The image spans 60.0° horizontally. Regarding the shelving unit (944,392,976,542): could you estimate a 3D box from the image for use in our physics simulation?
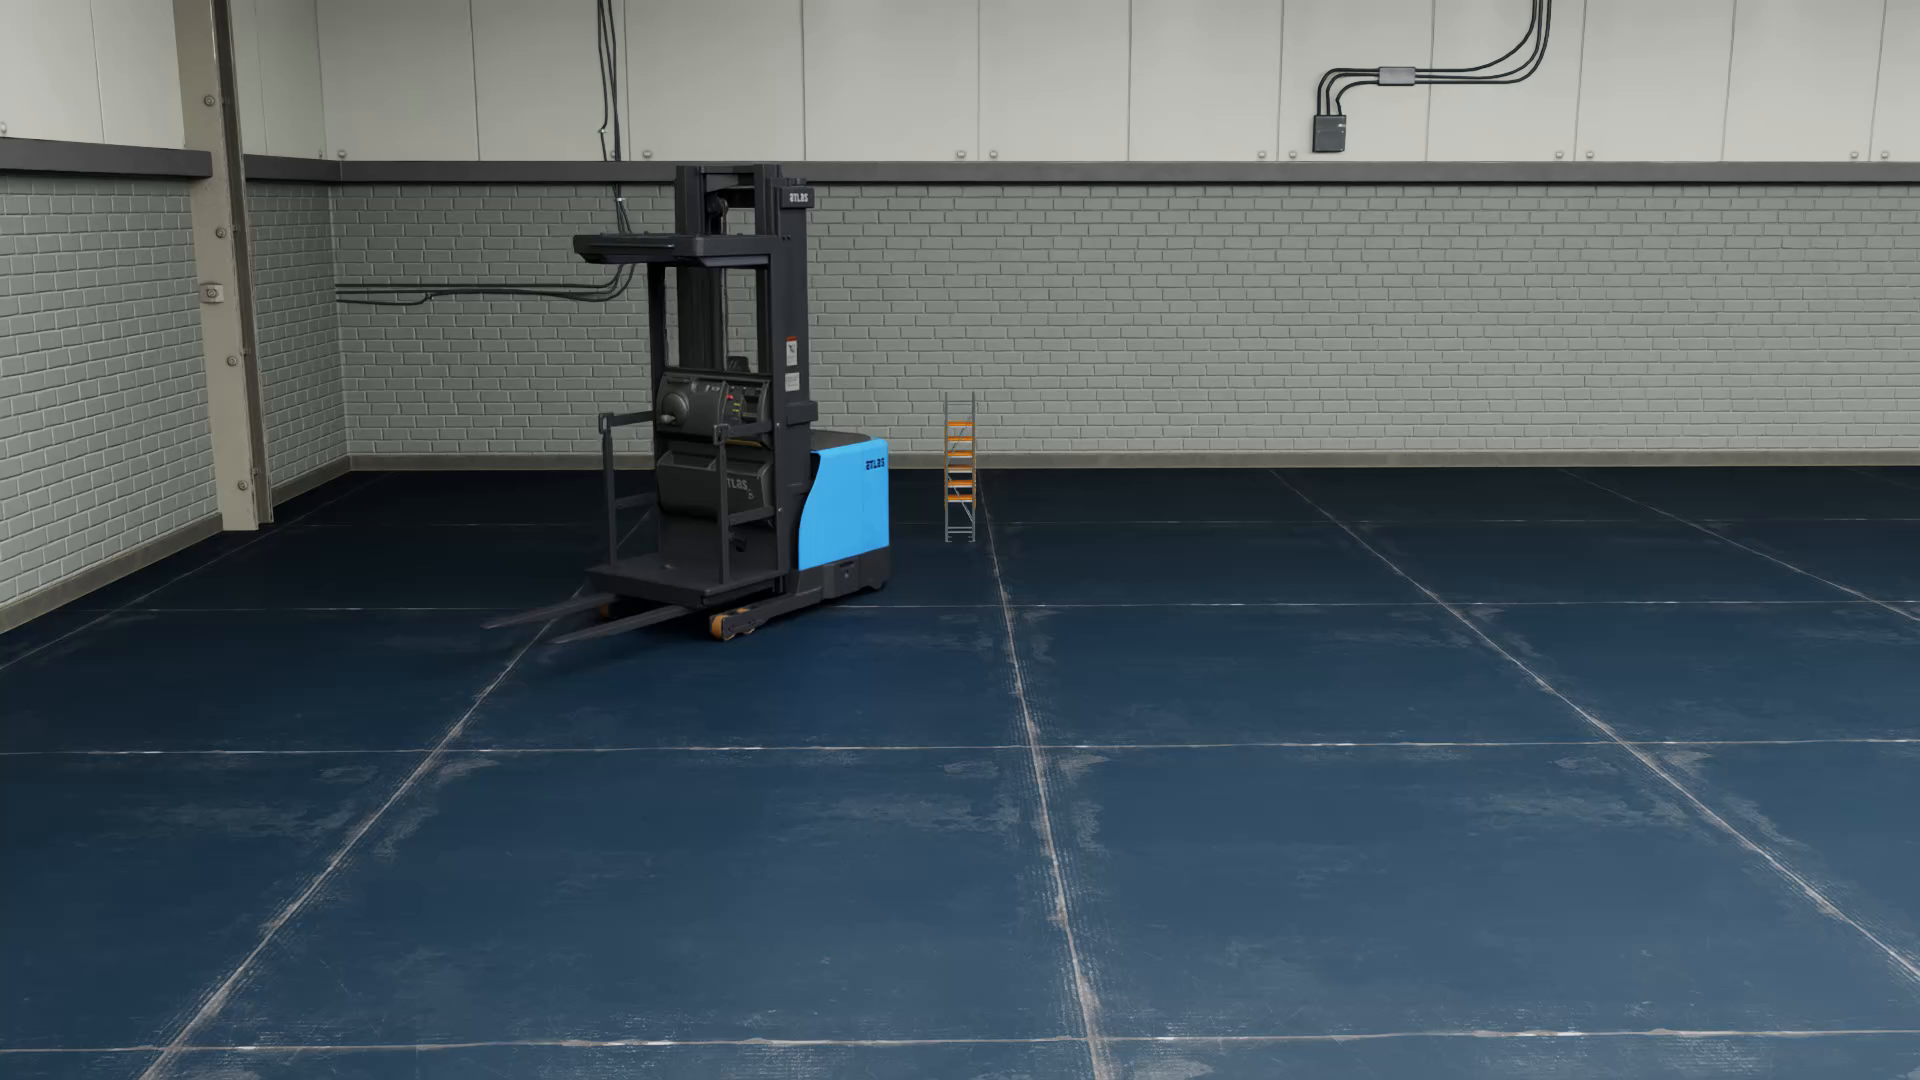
[{"bbox_3d":[0.000,-0.591,13.454,0.258,1.200,0.189,0,11,-1],"label":"shelving unit"}]

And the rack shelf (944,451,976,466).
[{"bbox_3d":[0.000,-0.665,13.439,0.258,0.103,0.180,0,11,-1],"label":"rack shelf"}]

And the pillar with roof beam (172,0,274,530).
[{"bbox_3d":[-1.767,-4.549,13.351,9.100,9.000,0.400,0,11,-1],"label":"pillar with roof beam"}]

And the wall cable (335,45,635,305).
[{"bbox_3d":[-4.810,-3.601,16.486,3.097,2.526,0.112,0,11,-1],"label":"wall cable"}]

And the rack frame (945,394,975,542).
[{"bbox_3d":[0.002,-0.573,13.364,0.240,1.200,0.006,0,11,-1],"label":"rack frame"}]

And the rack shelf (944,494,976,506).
[{"bbox_3d":[0.000,-0.312,13.511,0.258,0.103,0.180,0,11,-1],"label":"rack shelf"}]

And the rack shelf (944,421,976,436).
[{"bbox_3d":[0.000,-0.900,13.391,0.258,0.103,0.180,0,11,-1],"label":"rack shelf"}]

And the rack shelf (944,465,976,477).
[{"bbox_3d":[0.000,-0.547,13.463,0.258,0.103,0.180,0,11,-1],"label":"rack shelf"}]

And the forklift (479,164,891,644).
[{"bbox_3d":[-1.735,-0.912,10.684,1.130,2.935,3.031,8,14,34],"label":"forklift"}]

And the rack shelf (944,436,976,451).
[{"bbox_3d":[0.000,-0.783,13.415,0.258,0.103,0.180,0,11,-1],"label":"rack shelf"}]

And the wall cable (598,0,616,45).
[{"bbox_3d":[-2.105,-6.087,16.038,3.097,2.526,0.112,0,11,-1],"label":"wall cable"}]

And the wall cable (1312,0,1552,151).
[{"bbox_3d":[4.682,-6.825,16.015,2.305,6.003,0.169,0,11,-1],"label":"wall cable"}]

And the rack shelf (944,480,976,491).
[{"bbox_3d":[0.000,-0.430,13.487,0.258,0.103,0.180,0,11,-1],"label":"rack shelf"}]

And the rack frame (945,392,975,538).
[{"bbox_3d":[-0.002,-0.609,13.544,0.240,1.200,0.006,0,11,-1],"label":"rack frame"}]
